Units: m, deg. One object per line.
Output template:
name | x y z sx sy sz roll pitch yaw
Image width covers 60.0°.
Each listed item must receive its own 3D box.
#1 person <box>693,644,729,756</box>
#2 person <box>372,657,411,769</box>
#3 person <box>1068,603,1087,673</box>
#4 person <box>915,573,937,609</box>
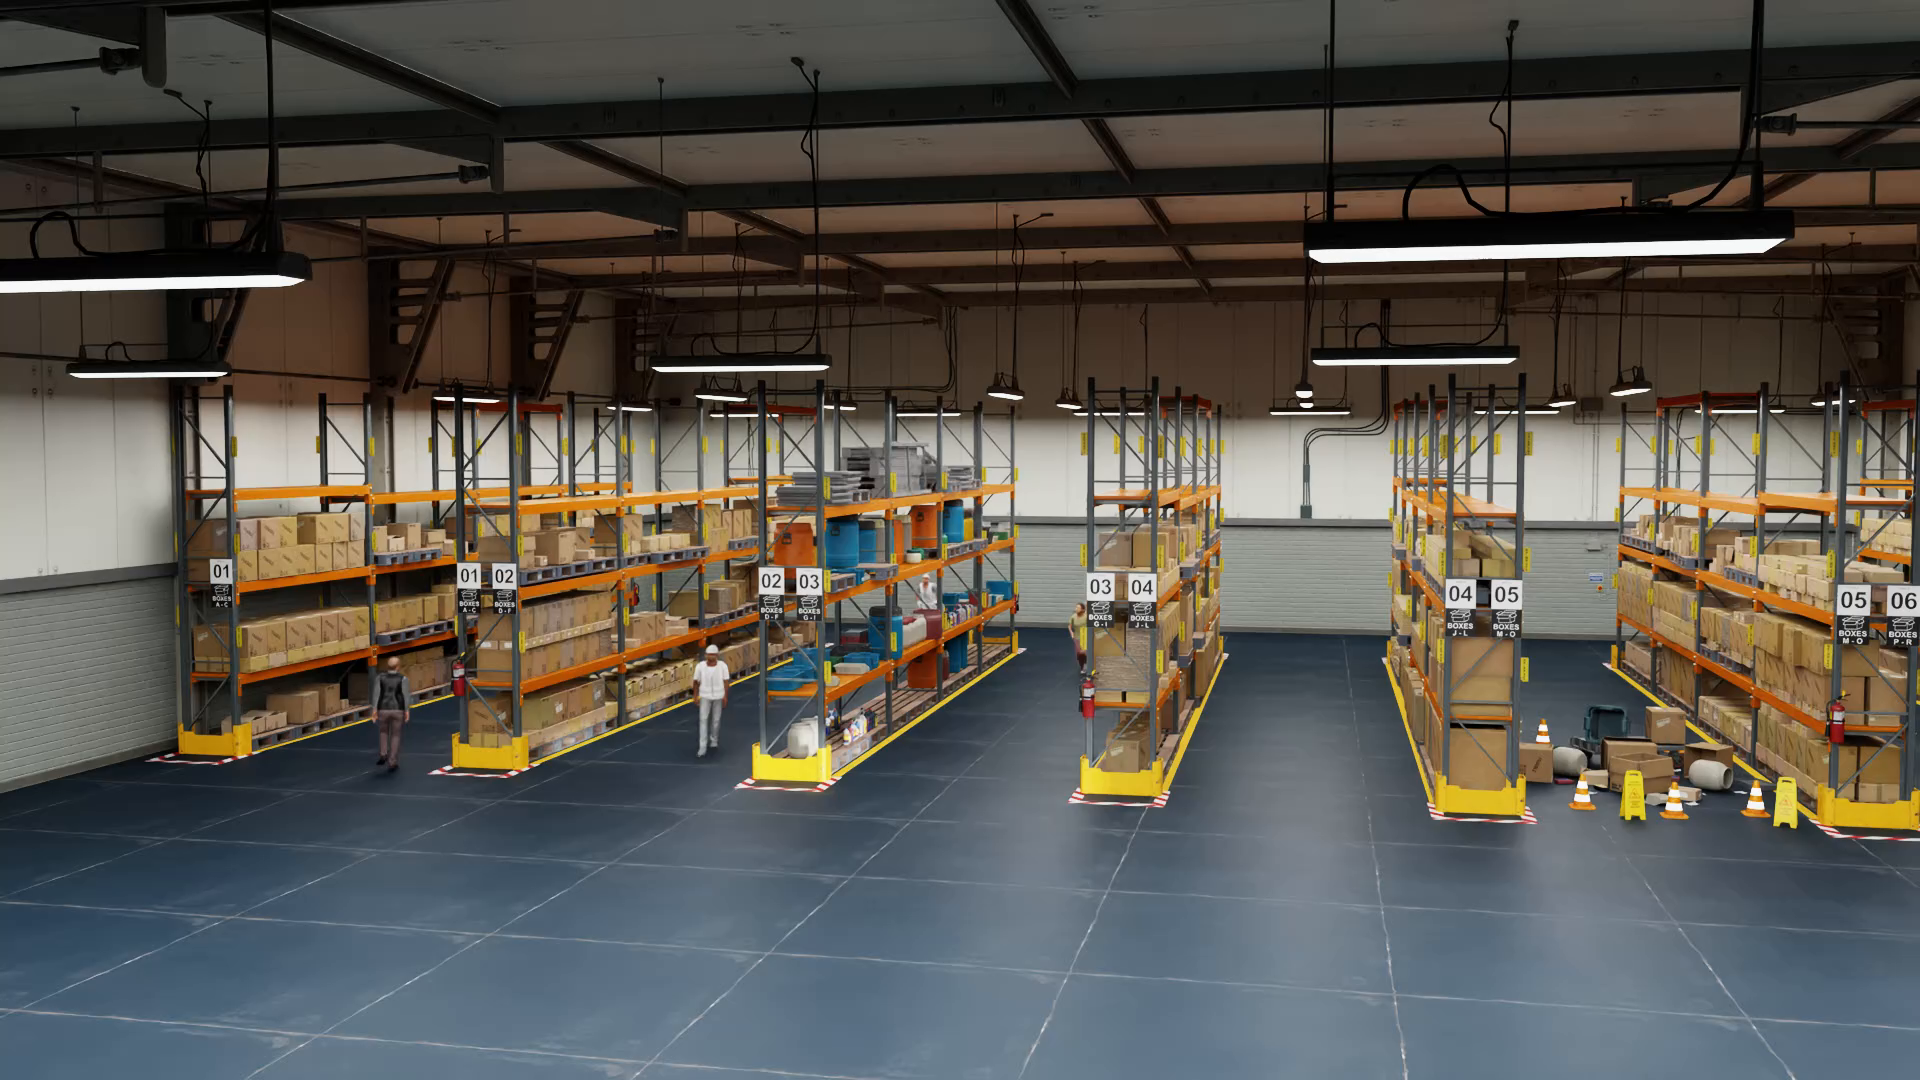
person | -4.071 2.592 27.298 0.585 1.747 0.870 -1 3 -15
person | -8.841 2.685 25.878 0.576 1.701 0.527 -1 3 -11
person | 2.709 2.162 36.631 0.626 1.587 0.685 1 3 20
person | -0.858 1.710 43.885 0.671 1.686 0.624 1 3 21
